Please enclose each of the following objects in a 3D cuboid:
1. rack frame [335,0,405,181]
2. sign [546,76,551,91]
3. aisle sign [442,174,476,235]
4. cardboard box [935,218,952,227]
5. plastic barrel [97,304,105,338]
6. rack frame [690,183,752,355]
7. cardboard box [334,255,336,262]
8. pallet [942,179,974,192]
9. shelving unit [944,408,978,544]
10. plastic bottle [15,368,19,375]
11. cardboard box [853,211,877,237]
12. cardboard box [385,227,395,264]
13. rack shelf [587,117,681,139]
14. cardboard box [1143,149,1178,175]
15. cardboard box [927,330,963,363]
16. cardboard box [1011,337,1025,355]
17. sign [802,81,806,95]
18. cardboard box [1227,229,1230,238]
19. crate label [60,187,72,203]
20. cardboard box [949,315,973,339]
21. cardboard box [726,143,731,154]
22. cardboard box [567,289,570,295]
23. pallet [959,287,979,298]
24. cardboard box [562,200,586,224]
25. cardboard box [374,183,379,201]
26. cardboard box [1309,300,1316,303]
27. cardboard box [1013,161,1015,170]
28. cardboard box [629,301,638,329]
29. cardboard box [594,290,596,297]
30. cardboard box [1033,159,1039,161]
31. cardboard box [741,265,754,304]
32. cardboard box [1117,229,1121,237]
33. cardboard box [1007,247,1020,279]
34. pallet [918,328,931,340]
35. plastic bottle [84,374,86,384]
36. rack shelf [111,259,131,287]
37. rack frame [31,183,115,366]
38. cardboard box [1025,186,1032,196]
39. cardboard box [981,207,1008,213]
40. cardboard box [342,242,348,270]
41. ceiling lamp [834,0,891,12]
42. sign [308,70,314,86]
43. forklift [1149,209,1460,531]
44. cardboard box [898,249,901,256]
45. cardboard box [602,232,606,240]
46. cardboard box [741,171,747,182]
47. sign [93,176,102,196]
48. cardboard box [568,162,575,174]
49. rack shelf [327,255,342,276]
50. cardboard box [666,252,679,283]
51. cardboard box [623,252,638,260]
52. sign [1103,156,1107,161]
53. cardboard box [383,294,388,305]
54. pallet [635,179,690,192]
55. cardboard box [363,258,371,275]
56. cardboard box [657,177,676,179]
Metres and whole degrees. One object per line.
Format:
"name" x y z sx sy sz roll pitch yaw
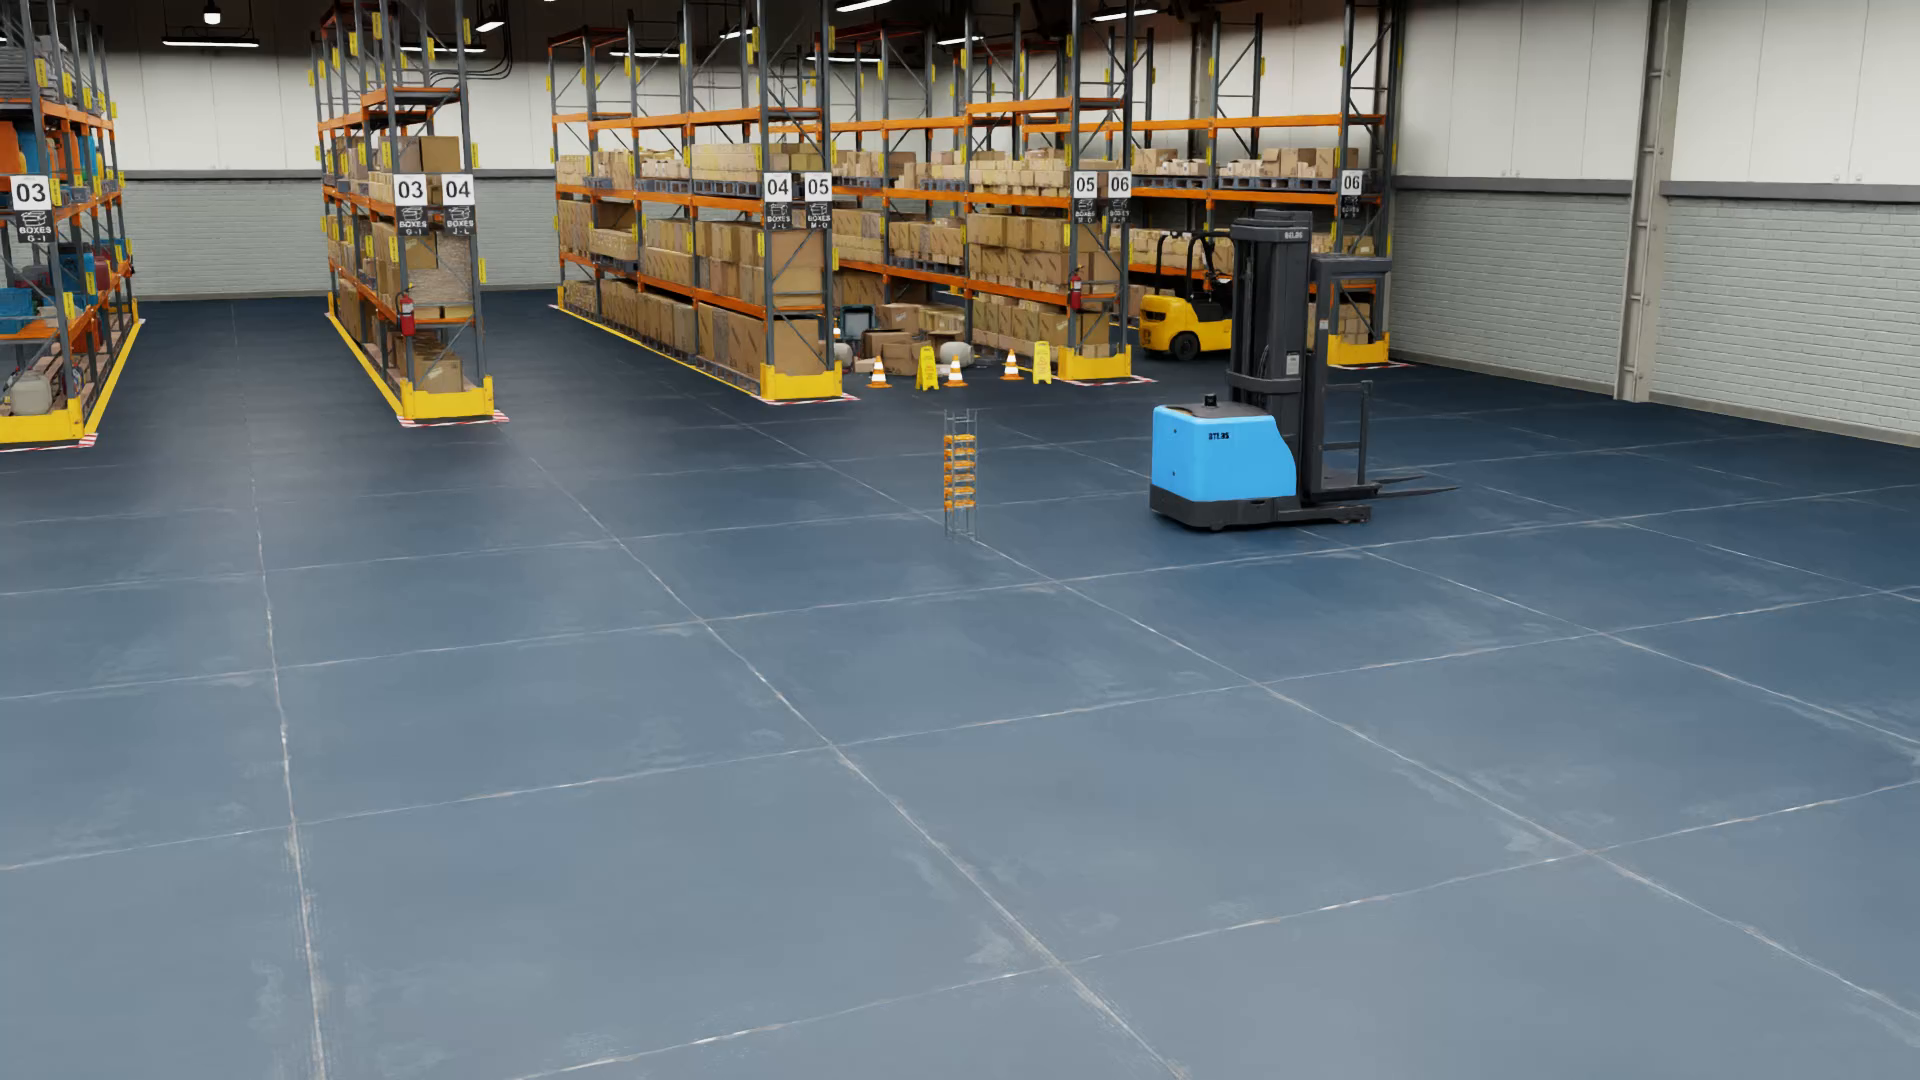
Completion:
"rack frame" -10.115 -7.718 28.642 1.000 3.000 0.127 -6 14 -23
"sign" -9.232 -10.243 37.303 0.100 0.325 0.005 -6 14 -23
"aisle sign" -6.611 -4.424 21.946 0.394 0.787 0.004 -6 14 -23
"cardboard box" -0.244 -5.849 30.620 0.380 0.149 0.250 -6 14 -25
"plastic barrel" -15.769 -4.097 30.021 0.600 0.901 0.708 -6 14 -23
"rack frame" -3.927 -4.396 27.593 1.000 3.000 0.127 -6 14 -23
"cardboard box" -12.655 -5.799 34.209 0.380 0.149 0.250 -6 14 -24
"pallet" 0.418 -6.371 29.891 1.213 0.211 1.003 -6 14 -23
"shelving unit" 0.006 -0.582 15.102 0.258 1.200 0.189 -6 14 -23
"plastic bottle" -13.032 -2.203 23.013 0.144 0.351 0.185 -6 14 -25
"cardboard box" -1.887 -6.518 34.322 0.500 0.500 0.500 -6 14 -23
"cardboard box" -7.760 -4.121 23.306 0.500 0.500 0.500 -6 14 -23
"rack shelf" -6.331 -8.013 32.399 1.077 0.370 4.000 -6 14 -23
"cardboard box" 3.987 -7.521 33.068 0.500 0.500 0.500 -5 14 -22
"cardboard box" -0.250 -3.304 28.410 0.500 0.500 0.500 4 14 16
"cardboard box" 1.185 -3.261 27.855 0.500 0.250 0.500 -6 14 -25
"sign" -3.736 -10.806 39.736 0.100 0.325 0.005 -6 14 -23
"cardboard box" 5.174 -5.686 30.846 0.380 0.149 0.250 -5 14 -22
"crate label" -11.895 -4.501 21.723 0.502 0.251 0.408 -6 14 -23
"cardboard box" 0.355 -3.897 30.332 0.950 0.372 0.625 -5 14 -22
"cardboard box" -3.280 -5.852 24.868 0.380 0.149 0.250 -6 14 -24
"cardboard box" -8.702 -5.643 37.712 0.380 0.149 0.250 -6 14 -23
"pallet" 0.658 -6.254 41.803 1.003 0.211 1.213 -6 14 -23
"cardboard box" -8.590 -7.336 37.196 0.500 0.500 0.500 -5 14 -21
"cardboard box" -8.161 -5.029 24.007 0.500 0.250 0.500 -6 14 -25
"cardboard box" 6.036 -4.011 28.878 0.500 0.250 0.500 -5 14 -22
"cardboard box" 1.093 -6.184 27.452 0.380 0.149 0.250 -5 14 -22
"cardboard box" -6.033 -4.322 31.884 0.500 0.500 0.500 -6 14 -23
"cardboard box" -7.513 -5.205 35.158 0.380 0.149 0.250 -5 14 -21
"cardboard box" 1.862 -8.497 37.404 0.380 0.149 0.250 -6 14 -24
"cardboard box" -2.756 -3.827 24.802 0.875 0.550 0.550 -6 14 -23
"cardboard box" 3.478 -6.357 34.405 0.380 0.149 0.250 -5 14 -22
"cardboard box" 1.121 -4.633 27.734 0.500 0.500 0.500 -5 14 -22
"pallet" -0.238 -3.919 31.715 1.003 0.211 1.213 -6 14 -23
"plastic bottle" -12.620 -2.326 23.879 0.097 0.201 0.097 0 13 0
"rack shelf" -17.056 -5.238 32.823 1.077 0.370 4.000 -6 14 -23
"rack frame" -14.653 -4.348 27.386 1.000 3.000 0.127 -6 14 -23
"cardboard box" 1.283 -5.693 27.098 0.380 0.149 0.250 -6 14 -25
"cardboard box" 0.843 -7.802 40.318 0.500 0.500 0.500 -5 14 -22
"cardboard box" -11.560 -5.449 31.921 0.500 0.500 0.500 -6 14 -23
"ceiling lamp" -1.380 -10.406 27.308 0.800 3.185 2.000 -6 14 -23
"sign" -13.830 -9.855 35.449 0.100 0.325 0.005 -6 14 -23
"forklift" 3.434 -1.694 16.068 3.031 2.935 1.130 -4 14 -18
"cardboard box" -0.992 -5.628 32.539 0.380 0.149 0.250 -7 15 -26
"cardboard box" -6.877 -6.031 32.964 0.380 0.149 0.250 -5 14 -21
"cardboard box" -2.972 -5.306 24.273 0.380 0.149 0.250 -5 14 -22
"sign" -14.152 -5.810 27.280 0.100 0.325 0.005 -6 14 -23
"cardboard box" -8.191 -8.076 36.062 0.500 0.250 0.500 -6 14 -25
"rack shelf" -12.518 -5.685 34.756 1.077 0.370 4.000 -6 14 -23
"cardboard box" -4.786 -4.738 28.846 0.500 0.500 0.500 -5 14 -22
"cardboard box" -6.148 -5.365 31.406 0.380 0.149 0.250 -5 14 -22
"sign" 3.014 -7.805 34.520 0.100 0.325 0.005 -6 14 -23
"cardboard box" -8.317 -3.567 24.568 0.380 0.149 0.250 -6 14 -23
"pallet" -5.223 -6.464 30.293 1.213 0.211 1.003 -5 14 -20
"cardboard box" -9.654 -4.560 27.702 0.500 0.250 0.500 -6 14 -25
"cardboard box" -5.515 -6.875 31.428 0.500 0.500 0.500 -6 14 -23
